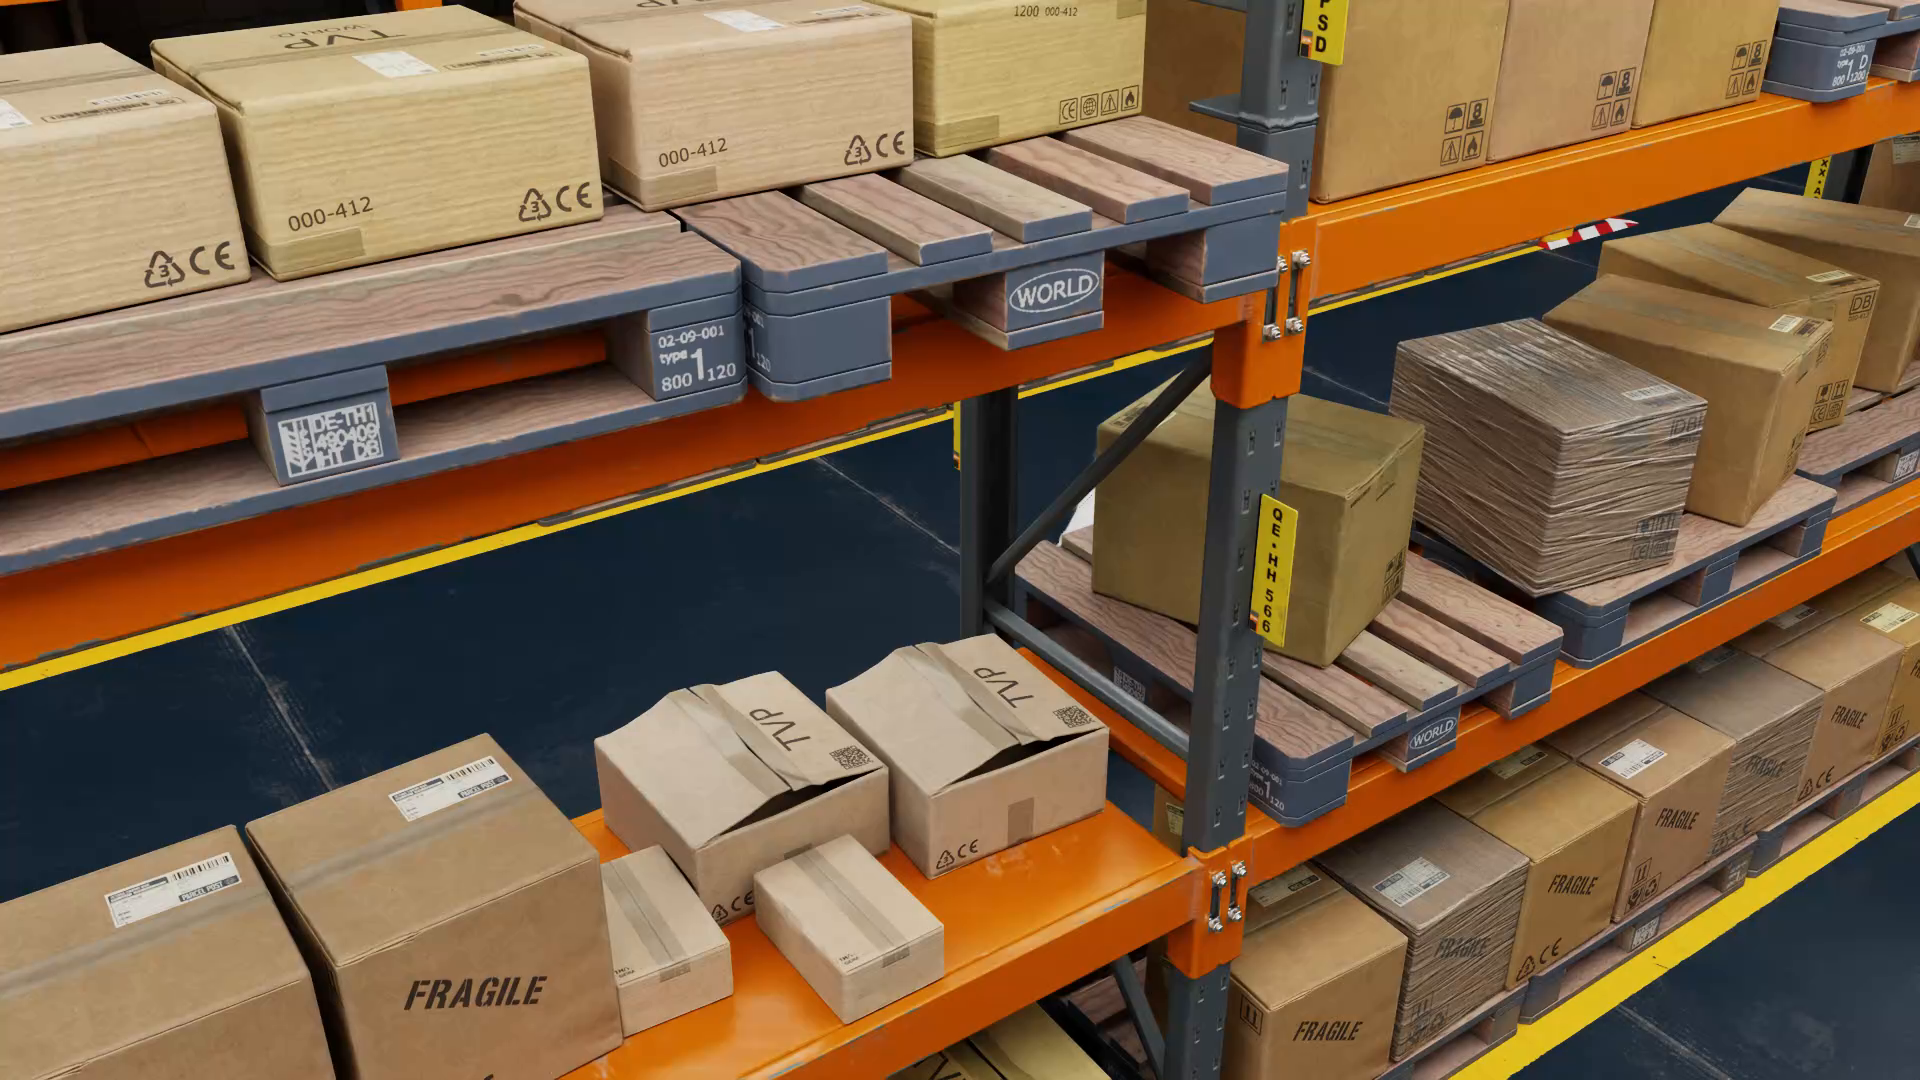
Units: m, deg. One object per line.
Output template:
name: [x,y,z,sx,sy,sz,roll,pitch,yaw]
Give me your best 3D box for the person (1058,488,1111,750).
person: [0.679,0.134,6.428,0.793,1.271,0.631,-19,33,-31]
